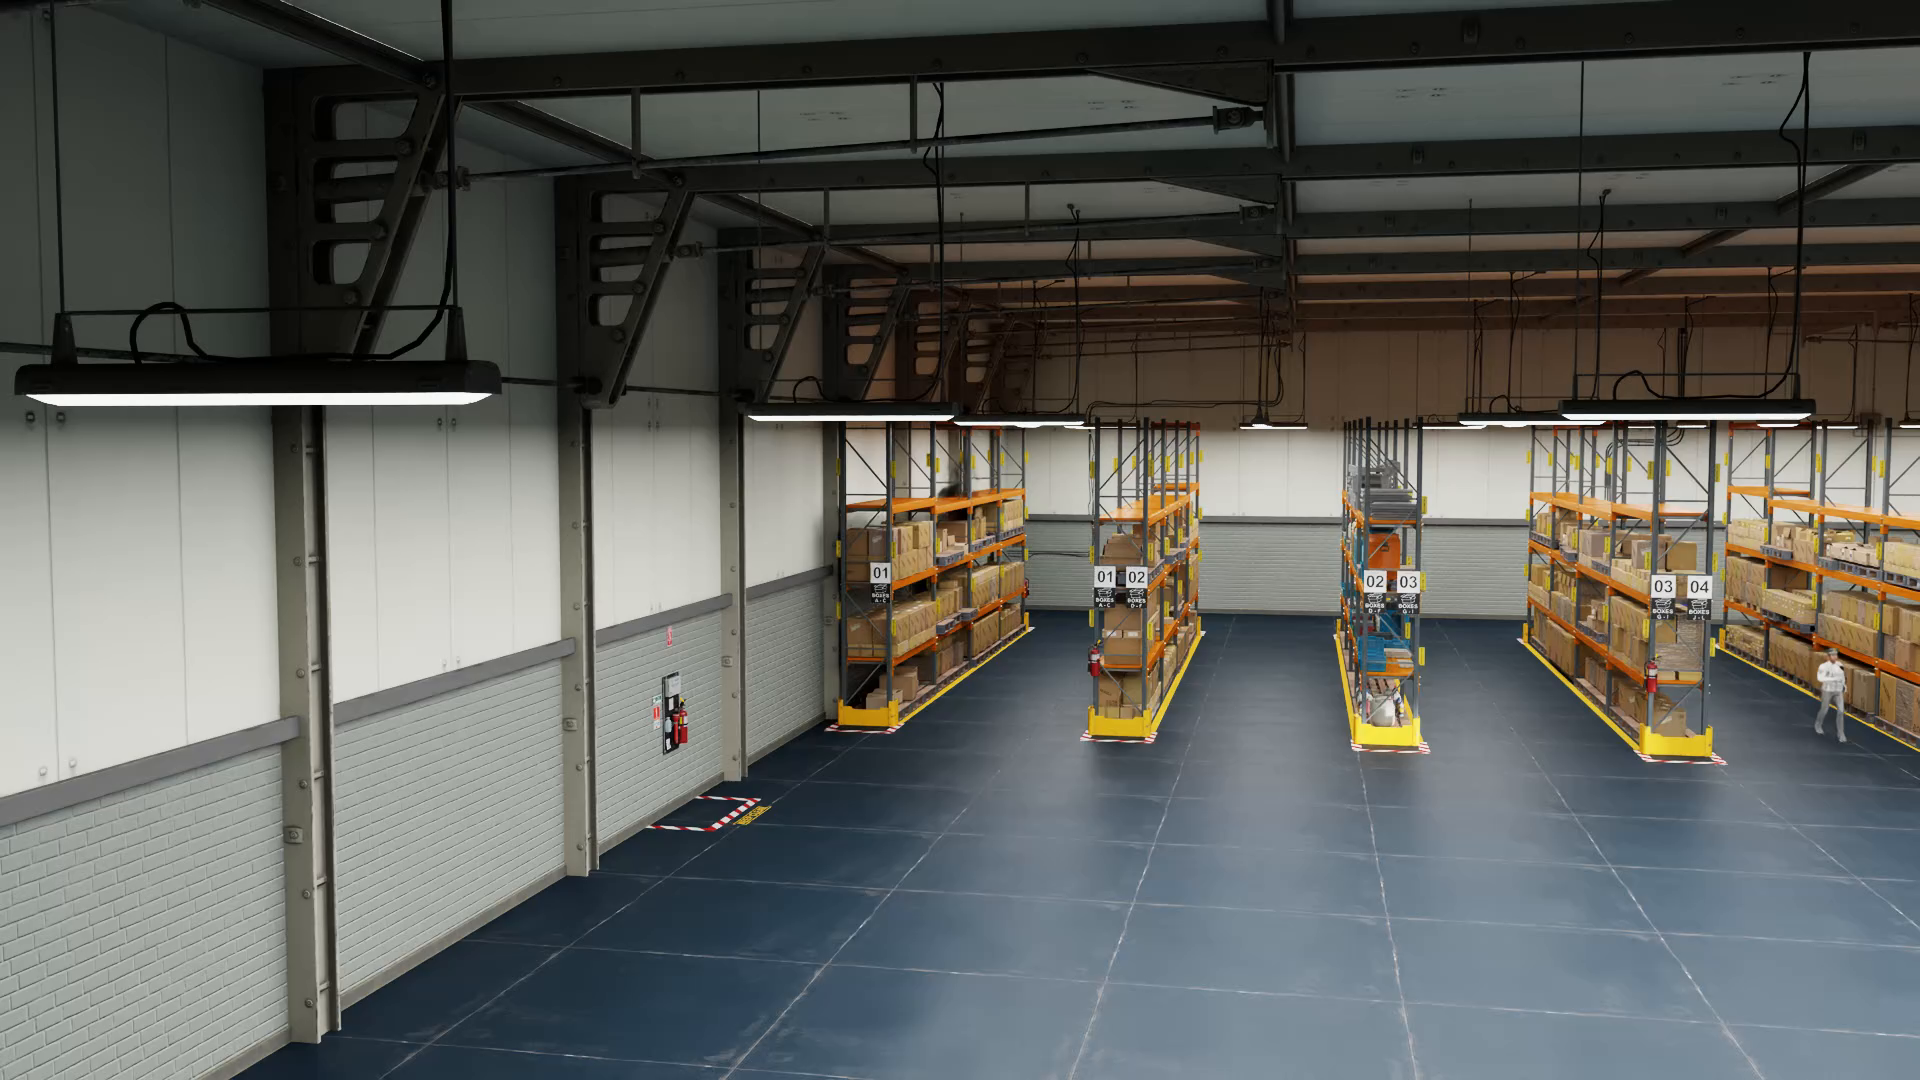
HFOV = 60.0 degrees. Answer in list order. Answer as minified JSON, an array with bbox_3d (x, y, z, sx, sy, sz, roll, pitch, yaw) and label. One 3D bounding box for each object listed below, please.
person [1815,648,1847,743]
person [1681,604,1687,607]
[{"bbox_3d":[16.243,2.848,30.970,0.598,1.715,0.884,0,4,4],"label":"person"},{"bbox_3d":[18.739,2.118,43.066,0.611,1.611,0.590,2,4,22],"label":"person"}]
